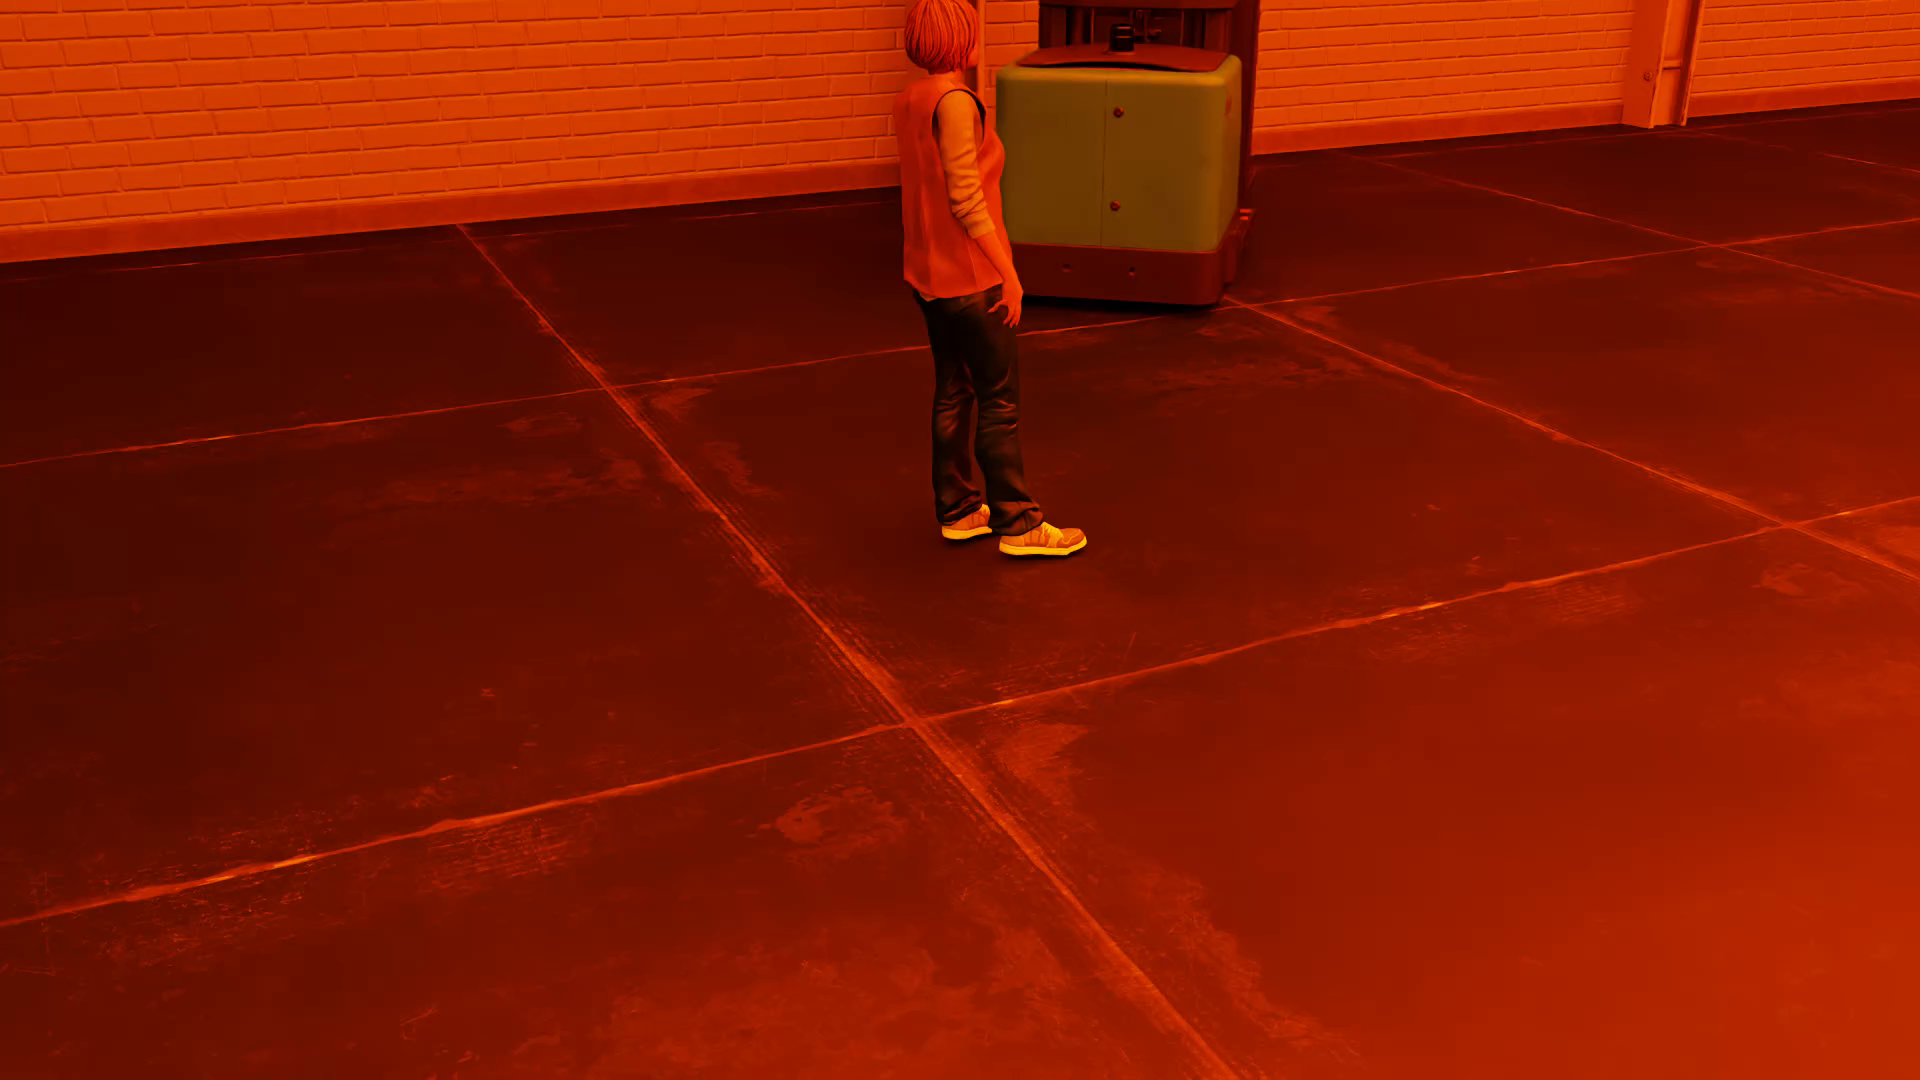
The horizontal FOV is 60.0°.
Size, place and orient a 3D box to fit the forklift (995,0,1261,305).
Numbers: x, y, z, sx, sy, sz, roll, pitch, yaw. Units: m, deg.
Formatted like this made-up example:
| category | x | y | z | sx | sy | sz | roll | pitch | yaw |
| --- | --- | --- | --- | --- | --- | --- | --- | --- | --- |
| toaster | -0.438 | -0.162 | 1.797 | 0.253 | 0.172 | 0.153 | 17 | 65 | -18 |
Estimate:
| category | x | y | z | sx | sy | sz | roll | pitch | yaw |
| --- | --- | --- | --- | --- | --- | --- | --- | --- | --- |
| forklift | 0.992 | -2.941 | 8.367 | 1.130 | 2.935 | 3.031 | 5 | 23 | 13 |

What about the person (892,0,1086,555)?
| category | x | y | z | sx | sy | sz | roll | pitch | yaw |
| --- | --- | --- | --- | --- | --- | --- | --- | --- | --- |
| person | 0.073 | -0.751 | 4.814 | 0.476 | 1.597 | 0.520 | -10 | 25 | -23 |
